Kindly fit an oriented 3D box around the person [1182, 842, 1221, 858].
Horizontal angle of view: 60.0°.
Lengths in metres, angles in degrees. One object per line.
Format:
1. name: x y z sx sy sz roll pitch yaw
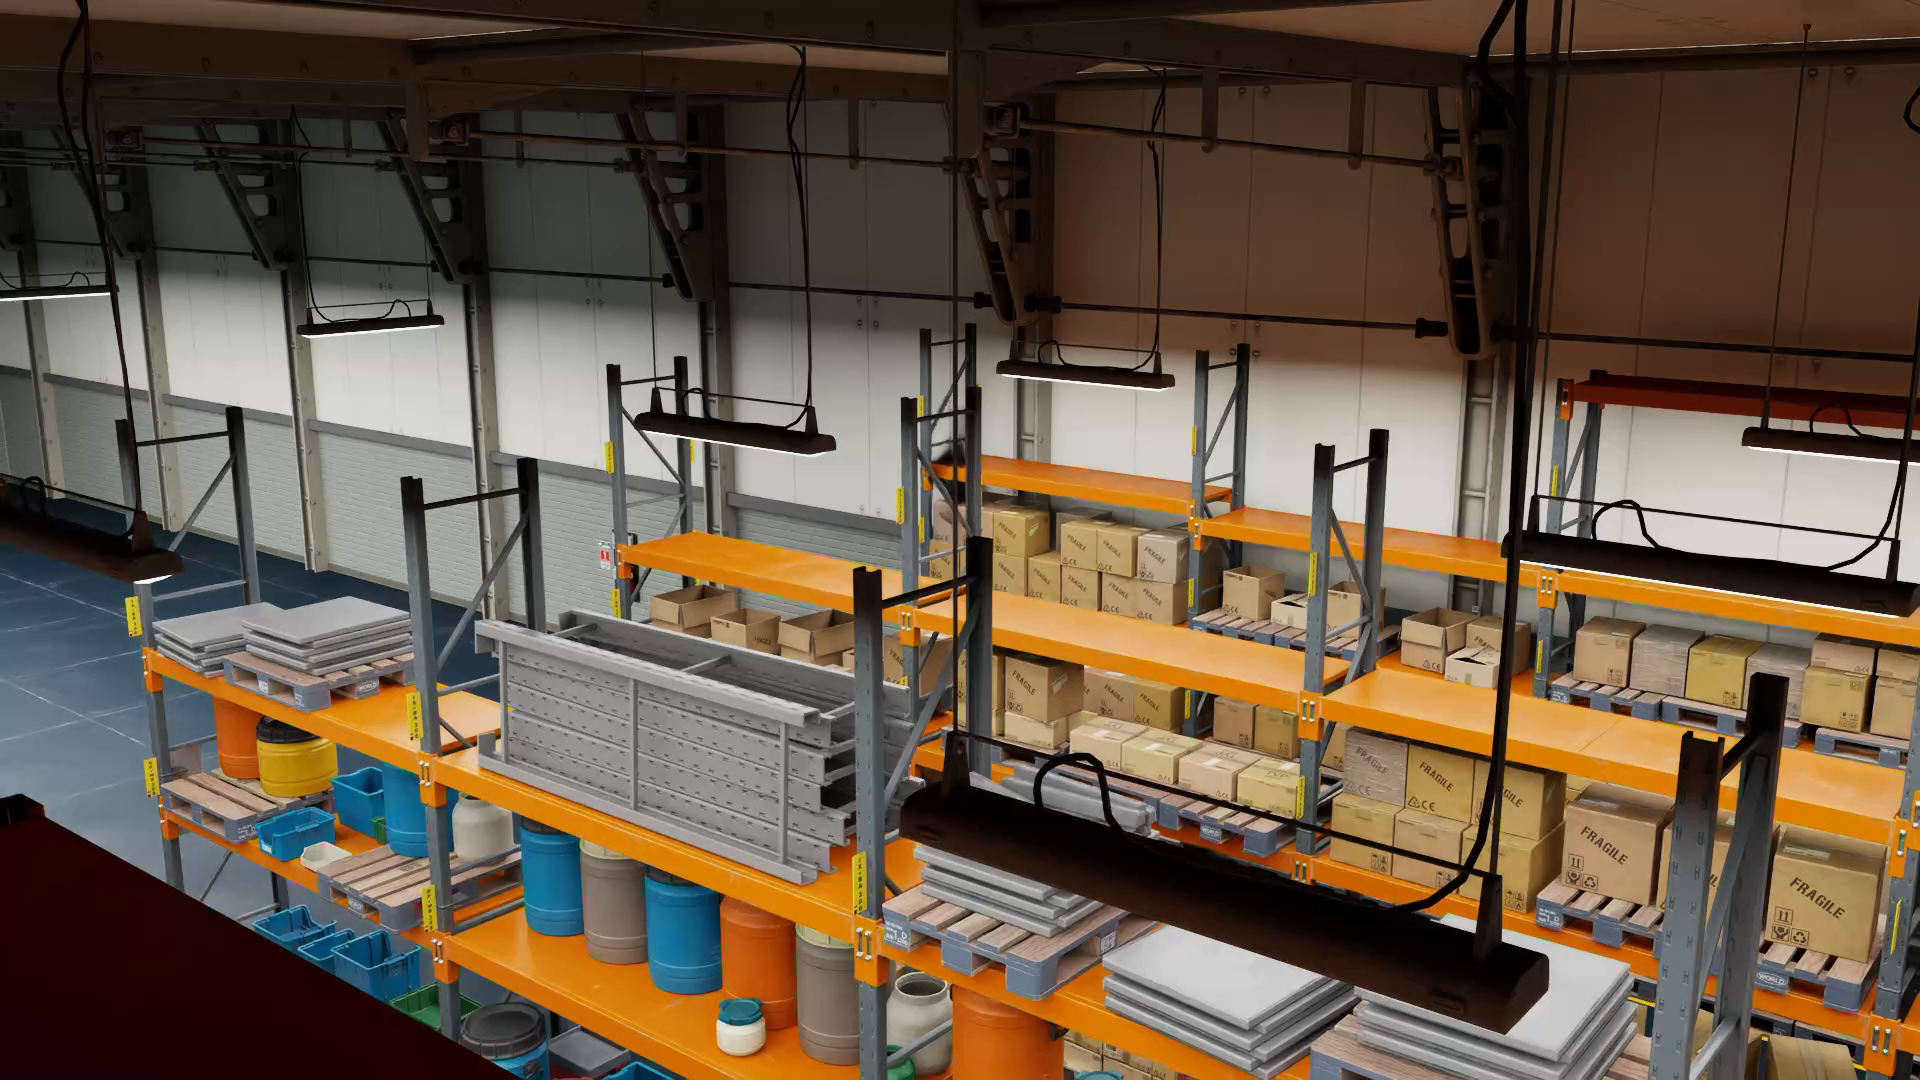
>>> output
1. person: 2.504 3.446 17.107 0.857 1.767 0.642 5 14 23
